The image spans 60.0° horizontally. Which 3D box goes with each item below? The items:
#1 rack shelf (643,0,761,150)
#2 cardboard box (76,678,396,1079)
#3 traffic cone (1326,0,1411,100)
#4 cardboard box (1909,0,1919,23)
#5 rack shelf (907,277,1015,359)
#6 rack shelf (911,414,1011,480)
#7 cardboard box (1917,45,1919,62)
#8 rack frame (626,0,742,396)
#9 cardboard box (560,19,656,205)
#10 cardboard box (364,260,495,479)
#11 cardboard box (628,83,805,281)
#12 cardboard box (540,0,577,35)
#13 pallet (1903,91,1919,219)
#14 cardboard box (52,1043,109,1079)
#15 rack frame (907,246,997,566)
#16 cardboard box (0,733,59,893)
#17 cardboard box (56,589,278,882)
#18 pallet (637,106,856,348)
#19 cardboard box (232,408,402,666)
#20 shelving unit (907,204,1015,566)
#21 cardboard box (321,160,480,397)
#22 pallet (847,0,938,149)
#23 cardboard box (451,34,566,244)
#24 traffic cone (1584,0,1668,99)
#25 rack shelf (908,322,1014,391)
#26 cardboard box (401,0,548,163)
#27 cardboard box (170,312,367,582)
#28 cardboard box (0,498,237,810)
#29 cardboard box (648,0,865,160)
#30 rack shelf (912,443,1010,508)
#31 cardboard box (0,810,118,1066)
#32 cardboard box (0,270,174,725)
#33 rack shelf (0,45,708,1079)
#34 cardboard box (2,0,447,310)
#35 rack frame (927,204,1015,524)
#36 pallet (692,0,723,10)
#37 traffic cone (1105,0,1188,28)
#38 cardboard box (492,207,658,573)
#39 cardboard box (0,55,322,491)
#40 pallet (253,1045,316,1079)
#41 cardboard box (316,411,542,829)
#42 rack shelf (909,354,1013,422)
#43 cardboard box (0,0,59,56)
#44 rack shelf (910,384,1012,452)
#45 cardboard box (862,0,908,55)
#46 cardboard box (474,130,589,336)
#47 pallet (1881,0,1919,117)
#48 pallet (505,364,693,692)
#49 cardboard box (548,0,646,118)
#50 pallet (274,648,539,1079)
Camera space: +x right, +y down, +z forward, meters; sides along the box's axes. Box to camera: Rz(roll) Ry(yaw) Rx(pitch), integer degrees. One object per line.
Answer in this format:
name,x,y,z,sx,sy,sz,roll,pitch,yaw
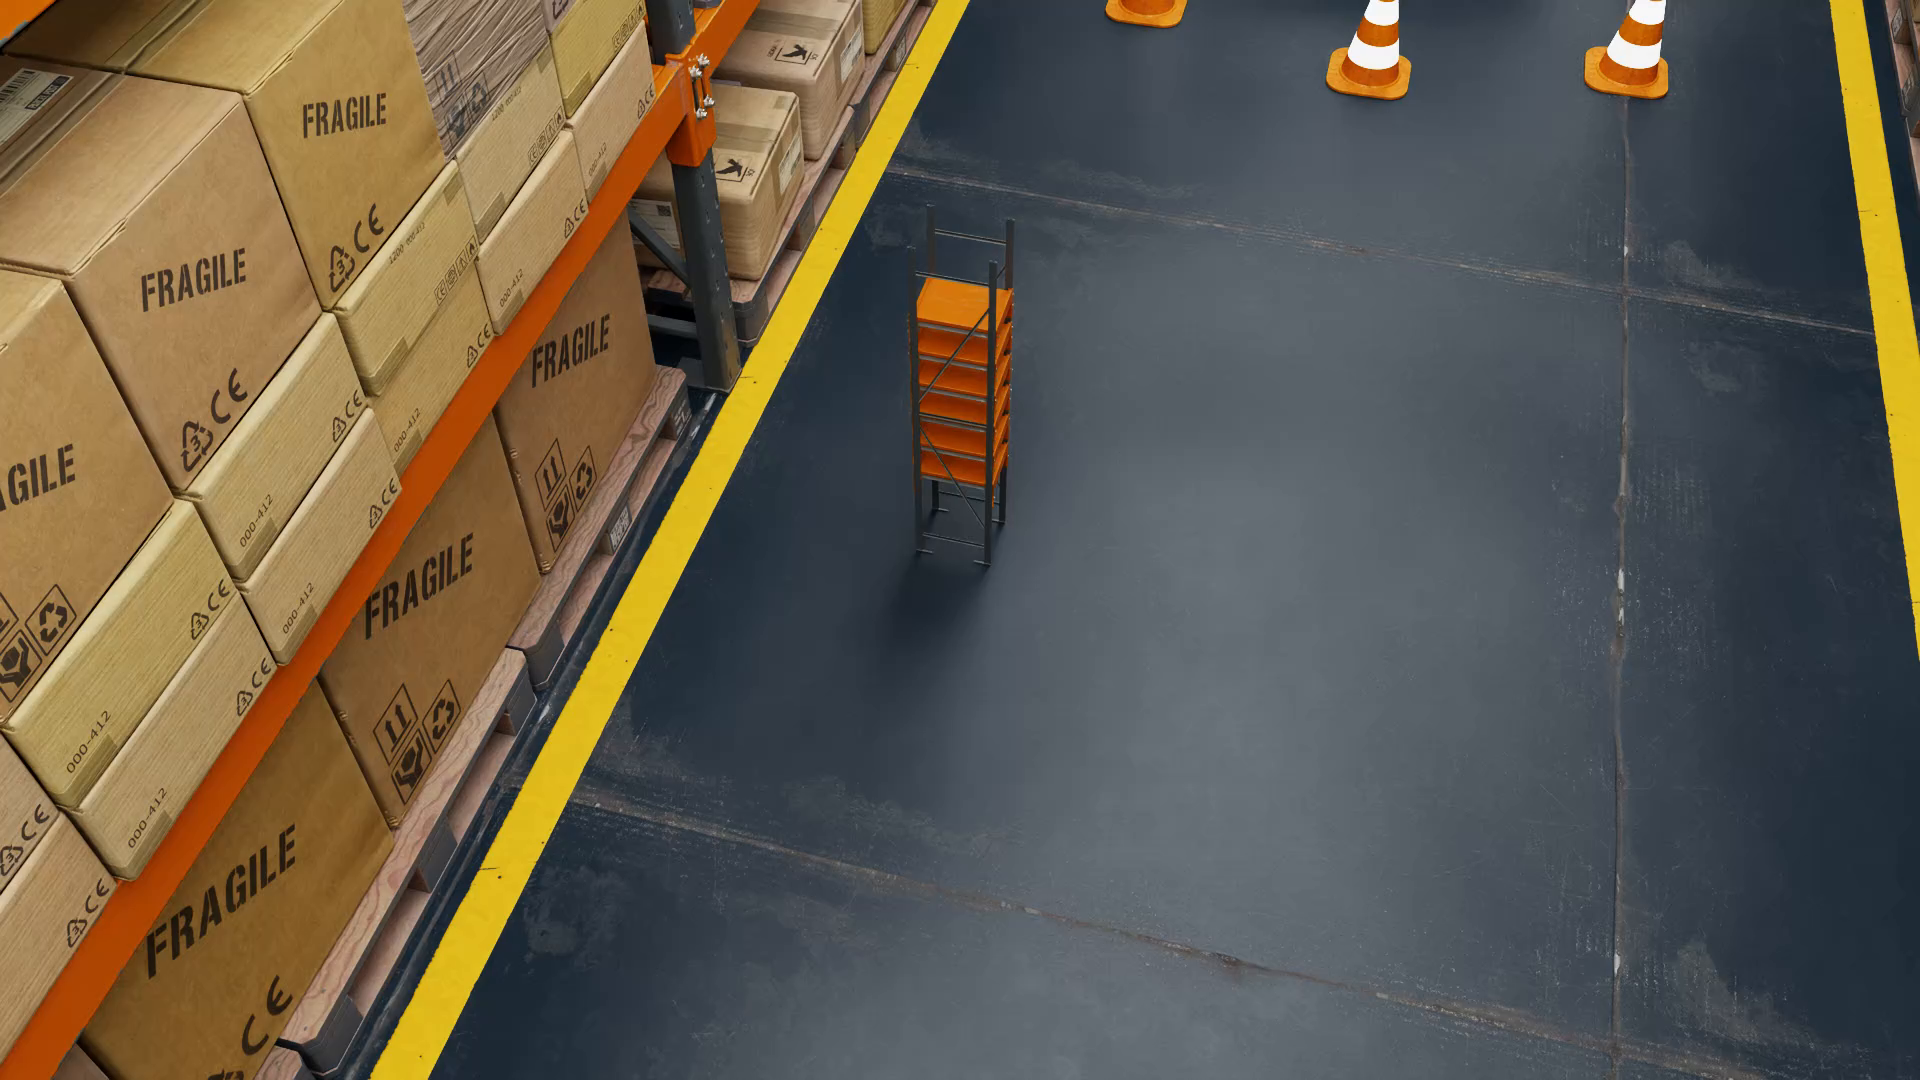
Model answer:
rack shelf,-0.727,-2.839,6.235,1.077,0.370,4.000,12,50,10
cardboard box,-1.990,0.708,3.762,0.875,0.875,0.875,13,50,11
traffic cone,1.712,-2.104,6.798,0.336,0.463,0.334,12,50,10
cardboard box,4.525,-2.548,6.718,1.050,0.750,0.750,11,50,10
rack shelf,0.004,-0.616,4.573,0.258,0.103,0.180,12,50,10
rack shelf,0.004,-0.299,4.933,0.258,0.103,0.180,12,50,10
cardboard box,4.268,-1.851,6.103,1.050,0.750,0.750,12,50,10
rack frame,-1.253,-1.630,4.688,1.000,3.000,0.127,12,50,10
cardboard box,-1.136,-1.164,4.376,0.500,0.250,0.500,10,49,9
cardboard box,-1.403,-0.430,3.729,0.500,0.250,0.500,11,50,10
cardboard box,-1.095,-1.307,5.875,0.950,0.372,0.625,9,49,7
cardboard box,-1.137,-1.569,3.900,0.500,0.500,0.500,10,49,9
pallet,4.152,-1.239,6.203,1.003,0.211,1.213,12,50,10
cardboard box,-2.220,1.363,3.184,0.875,0.875,0.875,13,50,11
rack frame,-0.020,-0.341,4.751,0.240,1.200,0.006,12,50,10
cardboard box,-1.808,0.502,2.573,0.500,0.250,0.500,12,50,11
cardboard box,-1.650,0.304,3.081,0.500,0.250,0.500,11,50,10
pallet,-1.046,-1.273,6.232,1.003,0.211,1.213,12,50,10
cardboard box,-1.510,-0.056,3.398,0.500,0.250,0.500,11,49,9
shelving unit,0.004,-0.407,4.809,0.258,1.200,0.189,12,50,10
cardboard box,-1.382,-0.600,3.545,0.500,0.250,0.500,10,49,9
pallet,-0.723,-2.152,7.009,1.003,0.211,1.213,12,50,10
cardboard box,-1.267,-0.974,3.876,0.500,0.250,0.500,10,49,9
traffic cone,2.792,-2.108,6.802,0.336,0.463,0.334,12,50,10
rack shelf,0.004,-0.537,4.663,0.258,0.103,0.180,12,50,10
cardboard box,-1.264,-1.196,3.571,0.500,0.500,0.500,12,50,11
cardboard box,-1.518,-0.224,3.214,0.500,0.250,0.500,10,49,9
cardboard box,-1.649,0.142,2.891,0.500,0.250,0.500,12,50,11
cardboard box,-0.908,-1.842,6.347,0.950,0.372,0.625,11,49,9
rack shelf,0.004,-0.219,5.023,0.258,0.103,0.180,12,50,10
cardboard box,-1.801,0.672,2.756,0.500,0.250,0.500,10,49,9
cardboard box,-1.671,-0.098,2.603,0.500,0.500,0.500,10,49,9
rack shelf,-1.779,0.054,3.681,1.077,0.370,4.000,12,50,10
cardboard box,-1.401,-0.838,3.255,0.500,0.500,0.500,12,50,10
rack frame,0.028,-0.474,4.868,0.240,1.200,0.006,12,50,10
pallet,-1.168,-2.103,5.234,1.213,0.211,1.003,12,50,10
traffic cone,0.824,-2.511,7.158,0.336,0.463,0.334,12,50,10
cardboard box,-1.515,-0.583,4.901,0.875,0.875,0.875,11,50,10
cardboard box,-1.541,-0.473,2.934,0.500,0.500,0.500,11,49,9
pallet,-2.175,1.613,3.686,1.003,0.211,1.213,12,50,10
cardboard box,-1.754,0.061,4.332,0.875,0.875,0.875,12,50,10
rack shelf,0.004,-0.458,4.753,0.258,0.103,0.180,12,50,10
cardboard box,-1.891,-0.954,3.358,0.500,0.500,0.500,13,50,11
rack shelf,0.004,-0.378,4.843,0.258,0.103,0.180,12,50,10
cardboard box,-0.703,-2.389,6.831,0.950,0.372,0.625,13,50,11
cardboard box,-1.255,-0.791,4.048,0.500,0.250,0.500,12,50,11
pallet,4.471,-2.124,6.984,1.003,0.211,1.213,12,50,10
pallet,-1.533,-0.152,5.244,1.003,0.211,1.213,12,50,10
cardboard box,-1.135,-1.346,4.204,0.500,0.250,0.500,11,50,10
pallet,-1.856,0.727,4.467,1.003,0.211,1.213,12,50,10
